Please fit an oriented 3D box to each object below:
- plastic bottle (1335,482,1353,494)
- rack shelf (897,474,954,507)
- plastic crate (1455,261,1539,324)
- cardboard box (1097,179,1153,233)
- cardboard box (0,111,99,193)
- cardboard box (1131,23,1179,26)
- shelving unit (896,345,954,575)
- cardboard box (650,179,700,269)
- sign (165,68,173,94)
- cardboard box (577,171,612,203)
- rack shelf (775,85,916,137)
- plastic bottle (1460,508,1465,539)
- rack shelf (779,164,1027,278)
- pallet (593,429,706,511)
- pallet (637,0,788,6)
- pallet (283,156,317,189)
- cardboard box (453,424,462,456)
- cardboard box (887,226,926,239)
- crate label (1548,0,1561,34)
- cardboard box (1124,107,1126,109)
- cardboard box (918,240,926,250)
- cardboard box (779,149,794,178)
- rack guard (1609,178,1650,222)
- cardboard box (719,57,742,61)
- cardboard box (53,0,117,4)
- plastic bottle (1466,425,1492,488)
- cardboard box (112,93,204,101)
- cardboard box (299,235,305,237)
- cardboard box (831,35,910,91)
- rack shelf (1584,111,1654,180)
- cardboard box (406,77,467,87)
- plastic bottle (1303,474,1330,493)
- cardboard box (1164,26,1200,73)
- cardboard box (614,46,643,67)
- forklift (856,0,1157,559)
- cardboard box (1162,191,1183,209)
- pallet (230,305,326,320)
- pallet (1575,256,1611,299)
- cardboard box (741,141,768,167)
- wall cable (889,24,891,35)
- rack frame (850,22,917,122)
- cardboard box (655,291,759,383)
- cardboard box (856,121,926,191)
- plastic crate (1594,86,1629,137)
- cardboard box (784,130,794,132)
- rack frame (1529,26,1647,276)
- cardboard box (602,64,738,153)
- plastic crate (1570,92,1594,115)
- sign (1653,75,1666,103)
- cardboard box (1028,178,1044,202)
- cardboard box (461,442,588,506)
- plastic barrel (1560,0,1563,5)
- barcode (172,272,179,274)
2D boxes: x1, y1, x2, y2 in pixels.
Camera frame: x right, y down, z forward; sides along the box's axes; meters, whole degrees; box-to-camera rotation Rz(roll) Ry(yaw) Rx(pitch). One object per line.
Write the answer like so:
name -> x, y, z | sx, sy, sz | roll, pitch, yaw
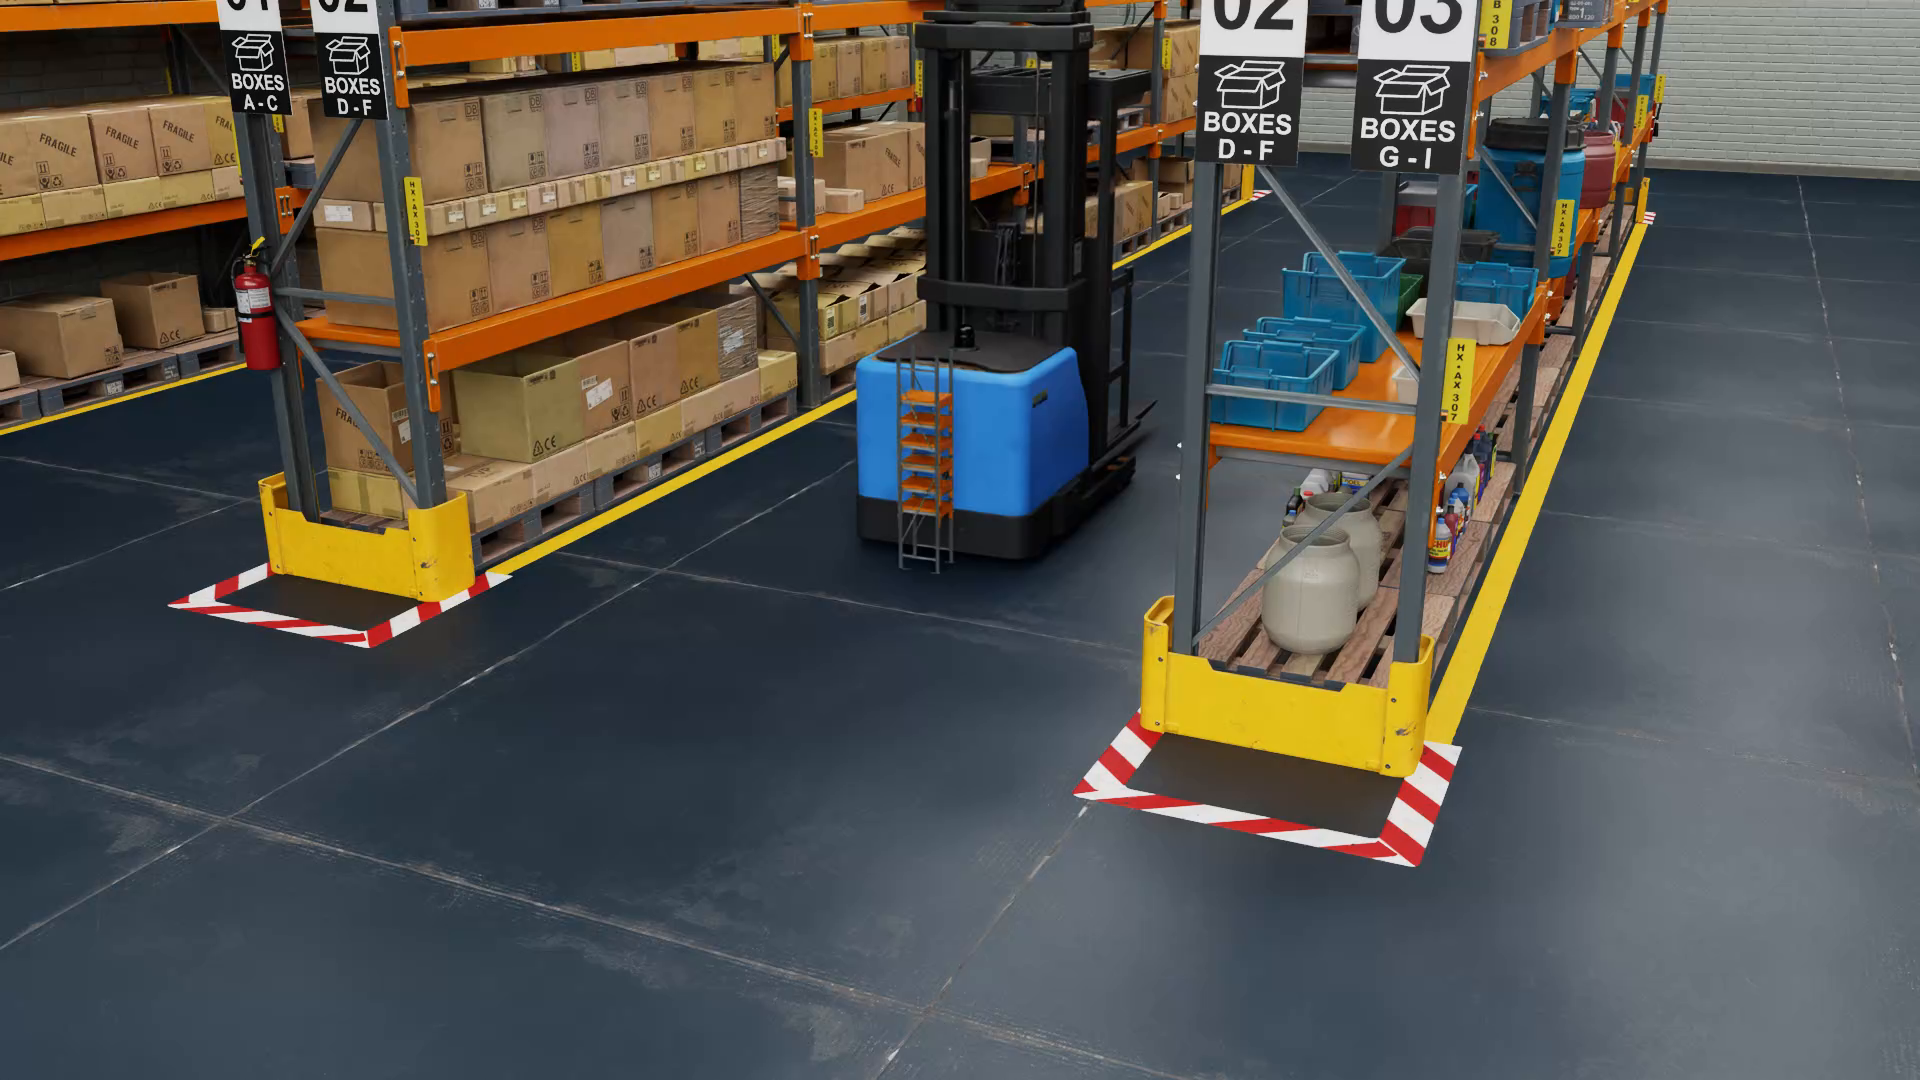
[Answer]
plastic bottle -> 2.105, -0.219, 9.126 | 0.097, 0.201, 0.097 | 0, 20, 0
rack shelf -> -0.184, -0.266, 8.918 | 0.258, 0.103, 0.180 | 8, 21, 22
plastic crate -> 2.808, -1.322, 8.930 | 0.499, 0.251, 0.616 | 9, 21, 23
cardboard box -> 1.831, -3.733, 18.563 | 0.500, 0.500, 0.500 | 8, 21, 22
cardboard box -> -6.564, -2.767, 11.847 | 0.500, 0.500, 0.500 | 9, 22, 24
cardboard box -> 2.364, -6.067, 20.409 | 0.500, 0.500, 0.500 | 8, 21, 22
shelving unit -> -0.184, -0.421, 8.863 | 0.258, 1.200, 0.189 | 8, 21, 22
cardboard box -> -2.099, -2.044, 10.590 | 0.700, 0.500, 0.500 | 9, 21, 24
sign -> -6.532, -3.747, 13.801 | 0.100, 0.325, 0.005 | 9, 21, 23
cardboard box -> -2.259, -2.062, 9.674 | 0.380, 0.149, 0.250 | 8, 21, 22
rack shelf -> -1.930, -5.845, 22.500 | 1.077, 0.370, 4.000 | 9, 21, 23
plastic bottle -> 2.624, -0.110, 8.822 | 0.097, 0.201, 0.097 | 0, 20, 0
rack shelf -> -0.685, -2.721, 13.716 | 1.077, 0.370, 4.000 | 9, 21, 23
pallet -> -2.366, -0.523, 10.623 | 1.003, 0.211, 1.213 | 9, 21, 23
pallet -> -1.830, -3.555, 10.645 | 1.003, 0.211, 1.213 | 9, 21, 23
pallet -> -5.579, -3.250, 14.417 | 1.003, 0.211, 1.213 | 9, 21, 23
cardboard box -> -2.998, -0.487, 9.837 | 0.500, 0.250, 0.500 | 9, 21, 23
cardboard box -> -0.348, -2.718, 15.274 | 0.500, 0.311, 0.500 | 9, 22, 25
crate label -> 2.444, -2.415, 7.527 | 0.502, 0.251, 0.408 | 9, 21, 23
cardboard box -> 1.743, -5.129, 19.264 | 0.500, 0.500, 0.500 | 9, 21, 24
cardboard box -> -0.063, -2.484, 14.616 | 0.500, 0.311, 0.500 | 8, 21, 22
cardboard box -> -2.349, -4.807, 21.612 | 0.700, 0.500, 0.500 | 9, 21, 23
rack guard -> 7.926, -4.267, 20.721 | 1.175, 0.500, 0.348 | 9, 21, 23
cardboard box -> -2.908, -5.436, 19.654 | 0.500, 0.500, 0.500 | 9, 21, 23
cardboard box -> -6.417, -4.081, 11.811 | 0.500, 0.500, 0.500 | 8, 21, 21
plastic bottle -> 3.013, -0.490, 9.667 | 0.144, 0.351, 0.185 | 8, 21, 21
cardboard box -> -6.408, -3.304, 13.357 | 0.500, 0.500, 0.500 | 8, 21, 21
cardboard box -> -5.573, -2.548, 15.232 | 0.700, 0.500, 0.500 | 8, 21, 22
cardboard box -> -1.310, -6.779, 23.606 | 0.980, 0.700, 0.700 | 10, 22, 25
rack shelf -> 7.109, -4.485, 18.678 | 1.077, 0.370, 4.000 | 9, 21, 23
cardboard box -> -5.060, -4.075, 15.644 | 0.700, 0.500, 0.500 | 9, 21, 23
plastic bottle -> 1.913, -0.206, 8.979 | 0.152, 0.276, 0.135 | 8, 21, 21
cardboard box -> 2.644, -5.832, 19.750 | 0.500, 0.500, 0.500 | 8, 21, 21
cardboard box -> -3.746, -5.167, 17.780 | 0.500, 0.250, 0.500 | 8, 21, 22
forklift -> 0.463, -1.733, 9.967 | 1.130, 2.935, 3.031 | 8, 21, 22
cardboard box -> 2.486, -4.130, 20.178 | 0.380, 0.166, 0.250 | 9, 21, 23
pallet -> -5.707, -2.051, 14.921 | 1.003, 0.211, 1.213 | 9, 21, 23
pallet -> 5.936, -2.669, 16.658 | 1.003, 0.211, 1.213 | 9, 21, 23
cardboard box -> -1.523, -2.613, 11.222 | 0.380, 0.149, 0.250 | 8, 21, 22
wall cable -> -1.449, -7.795, 25.394 | 0.084, 1.984, 1.851 | 9, 21, 23
rack frame -> -1.111, -6.795, 24.099 | 1.000, 3.000, 0.127 | 9, 21, 23
cardboard box -> -1.710, -1.381, 11.232 | 0.500, 0.500, 0.500 | 9, 21, 23
cardboard box -> -0.538, -3.203, 13.849 | 0.500, 0.500, 0.500 | 7, 21, 20
plastic crate -> 6.884, -4.510, 17.488 | 0.402, 0.464, 0.583 | 9, 21, 23
cardboard box -> -2.164, -5.414, 22.353 | 0.380, 0.149, 0.250 | 9, 21, 23
rack frame -> 6.290, -4.213, 16.838 | 1.000, 3.000, 0.127 | 9, 21, 23
cardboard box -> -1.886, -2.815, 10.823 | 0.700, 0.500, 0.500 | 8, 21, 23
plastic crate -> 7.257, -5.153, 19.643 | 0.416, 0.233, 0.300 | 9, 21, 23
sign -> 8.436, -5.442, 20.051 | 0.100, 0.325, 0.005 | 9, 21, 23
cardboard box -> 0.737, -3.703, 17.359 | 0.500, 0.250, 0.500 | 8, 21, 22
cardboard box -> -2.518, -0.414, 9.634 | 0.500, 0.250, 0.500 | 9, 21, 23
plastic barrel -> 4.344, -3.917, 11.737 | 0.301, 0.262, 0.301 | 0, 20, 0
barcode -> -6.465, -2.175, 13.704 | 0.001, 0.075, 0.075 | 9, 21, 23
